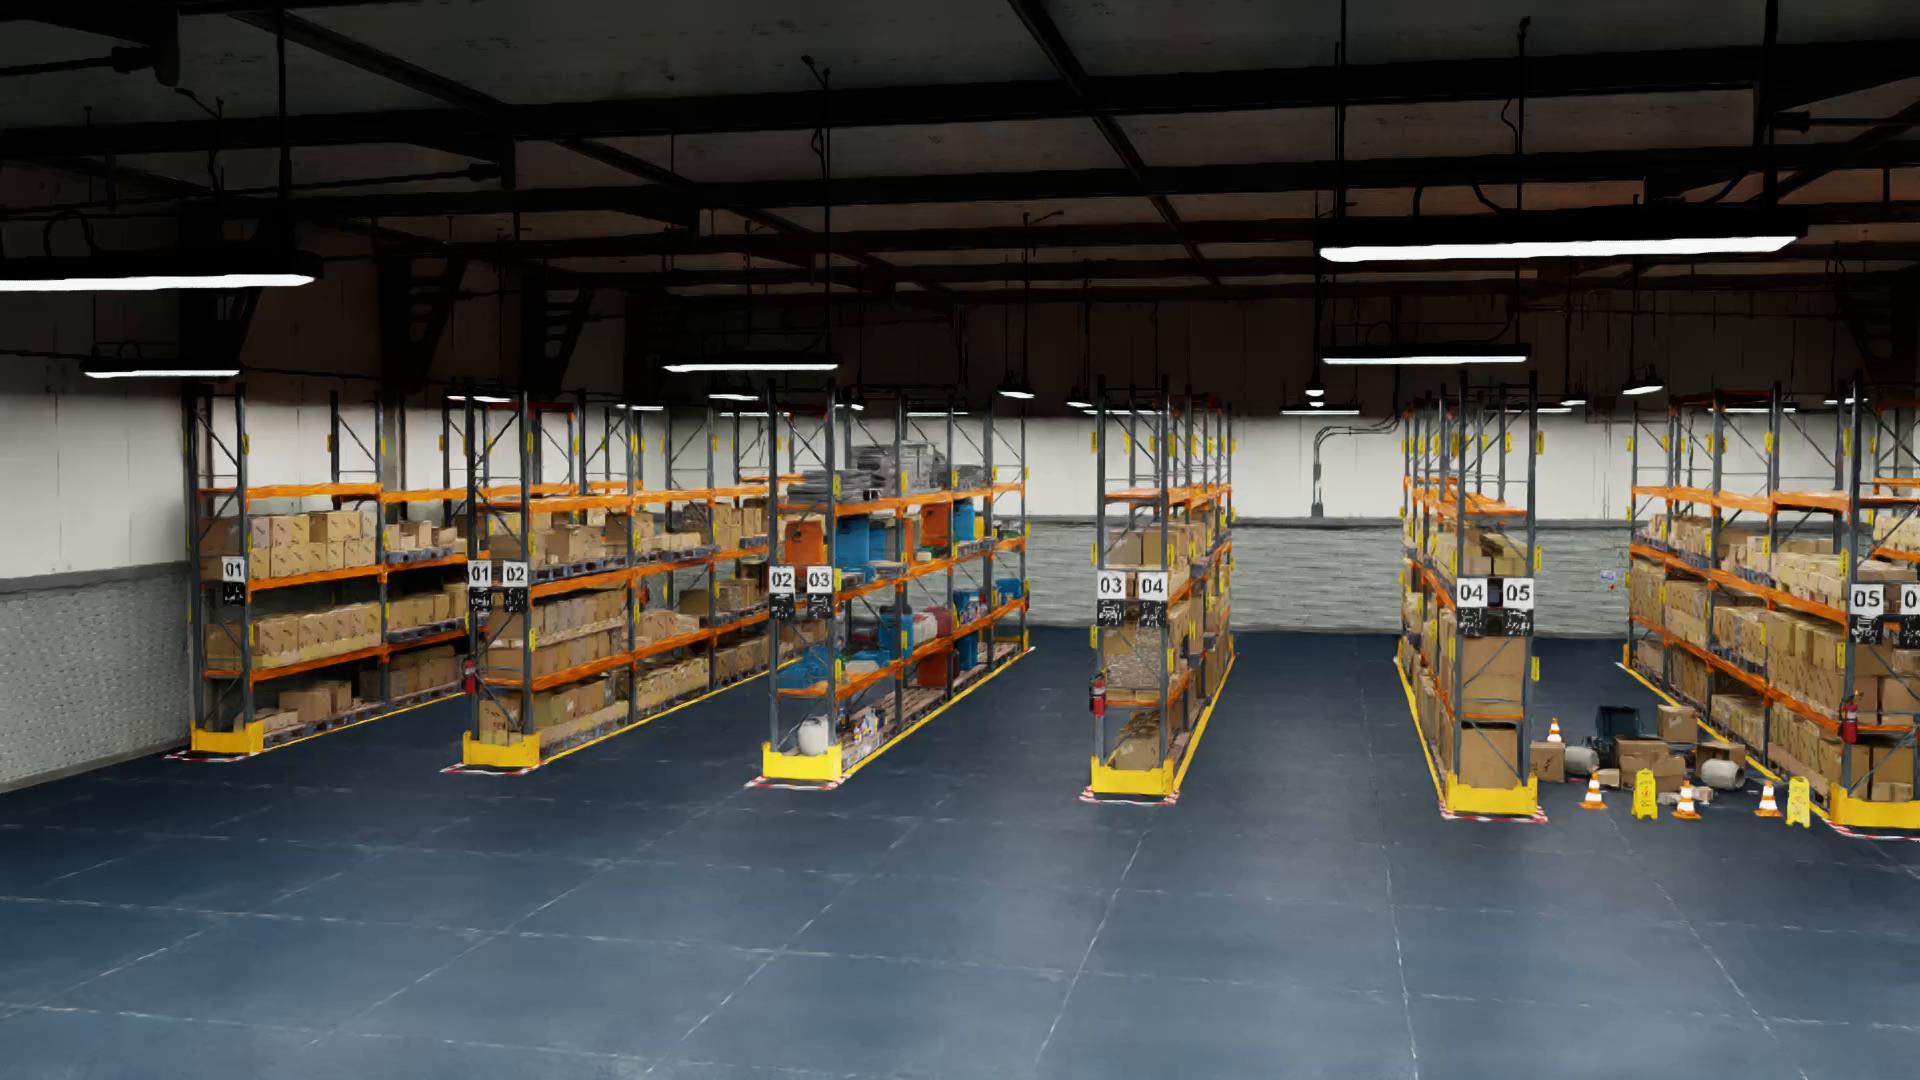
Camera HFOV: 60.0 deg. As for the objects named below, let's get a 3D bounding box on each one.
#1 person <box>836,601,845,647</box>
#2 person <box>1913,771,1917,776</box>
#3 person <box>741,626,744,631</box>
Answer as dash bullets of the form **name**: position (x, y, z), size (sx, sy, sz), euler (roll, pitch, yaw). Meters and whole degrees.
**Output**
- **person**: position (-2.674, 2.098, 37.282), size (0.415, 1.517, 1.032), euler (1, 3, 10)
- **person**: position (14.388, 2.680, 24.704), size (0.489, 1.787, 0.580), euler (3, 4, 43)
- **person**: position (-5.528, 1.866, 40.927), size (0.625, 1.611, 0.575), euler (1, 3, 11)
